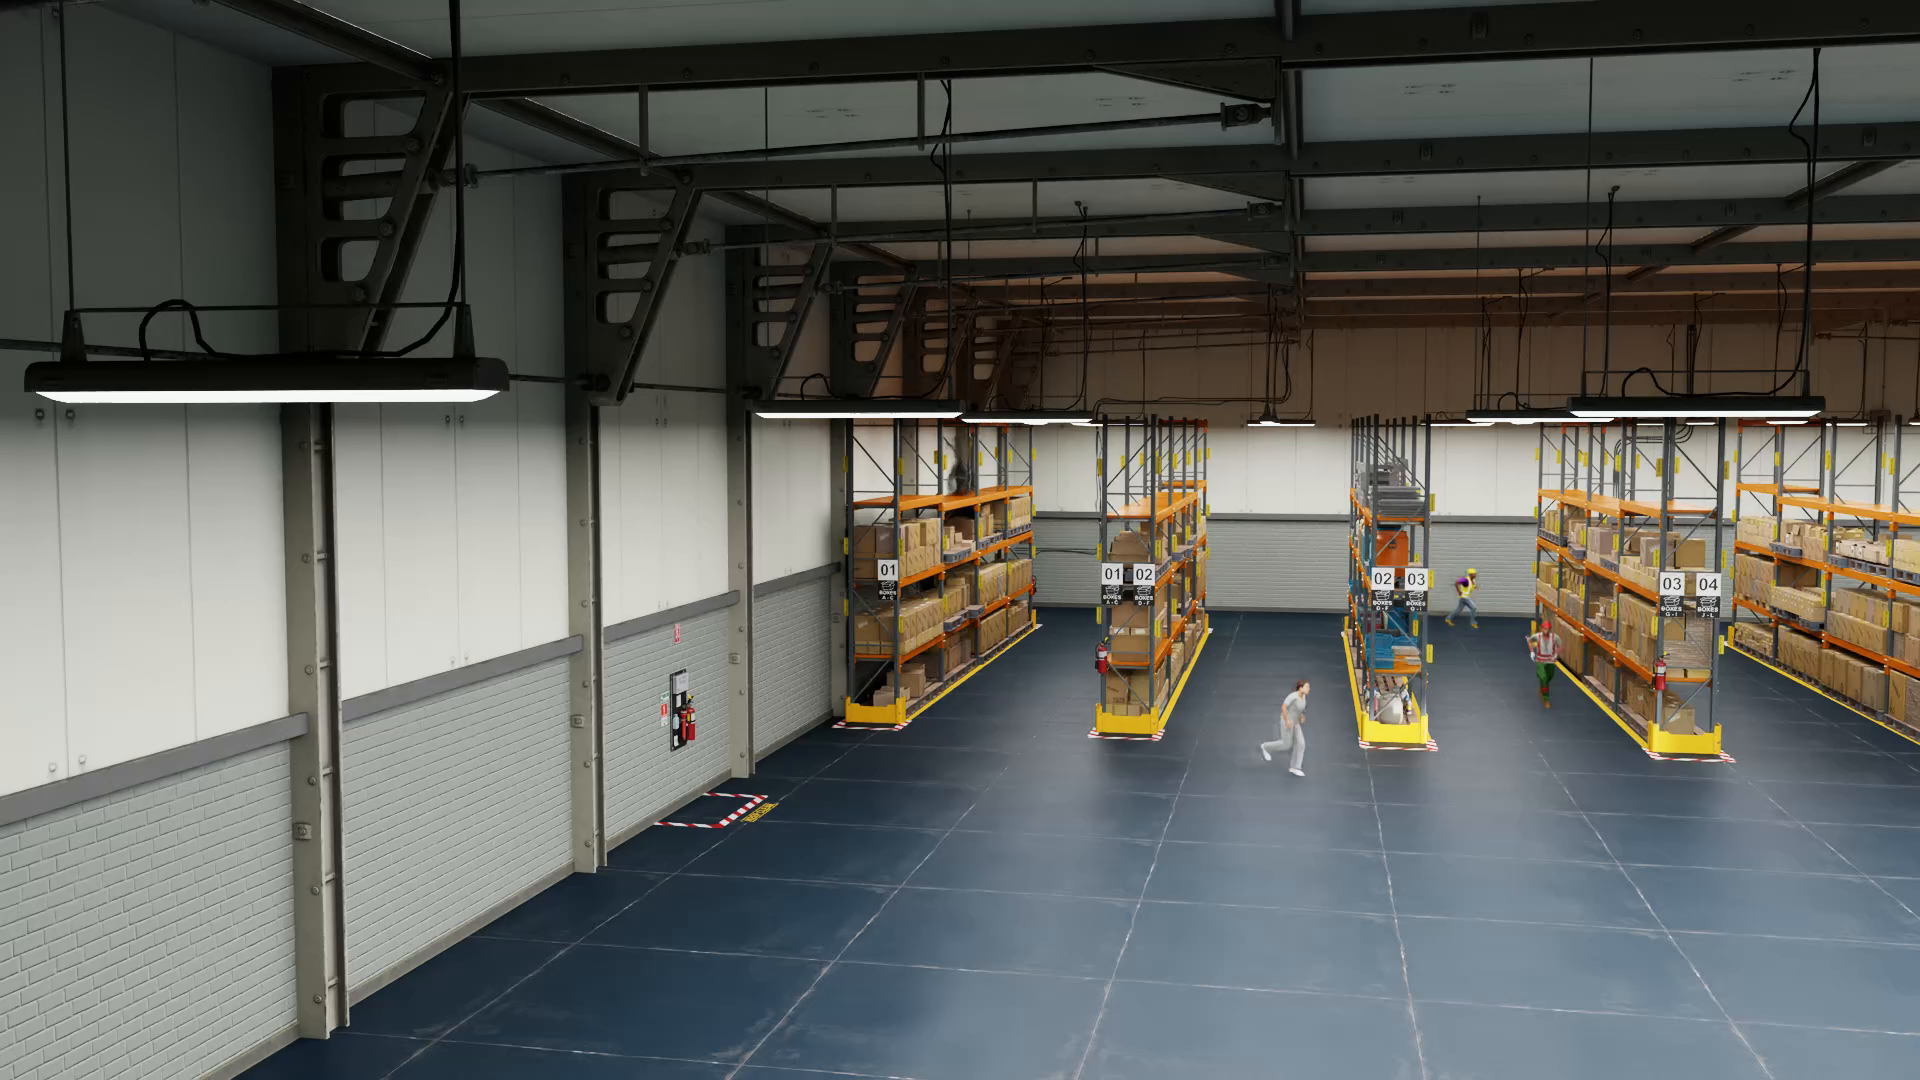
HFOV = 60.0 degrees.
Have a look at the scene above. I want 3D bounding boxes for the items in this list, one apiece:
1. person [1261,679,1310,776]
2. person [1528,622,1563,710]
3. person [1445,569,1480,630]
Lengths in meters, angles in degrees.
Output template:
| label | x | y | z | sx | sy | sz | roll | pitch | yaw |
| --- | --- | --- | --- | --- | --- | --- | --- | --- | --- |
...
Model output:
| label | x | y | z | sx | sy | sz | roll | pitch | yaw |
| --- | --- | --- | --- | --- | --- | --- | --- | --- | --- |
| person | 5.445 | 3.094 | 27.793 | 0.877 | 1.621 | 0.567 | 3 | 5 | 37 |
| person | 12.131 | 2.551 | 34.454 | 0.659 | 1.774 | 1.095 | 1 | 4 | 10 |
| person | 14.420 | 1.694 | 47.679 | 1.003 | 1.774 | 0.695 | 2 | 4 | 27 |
